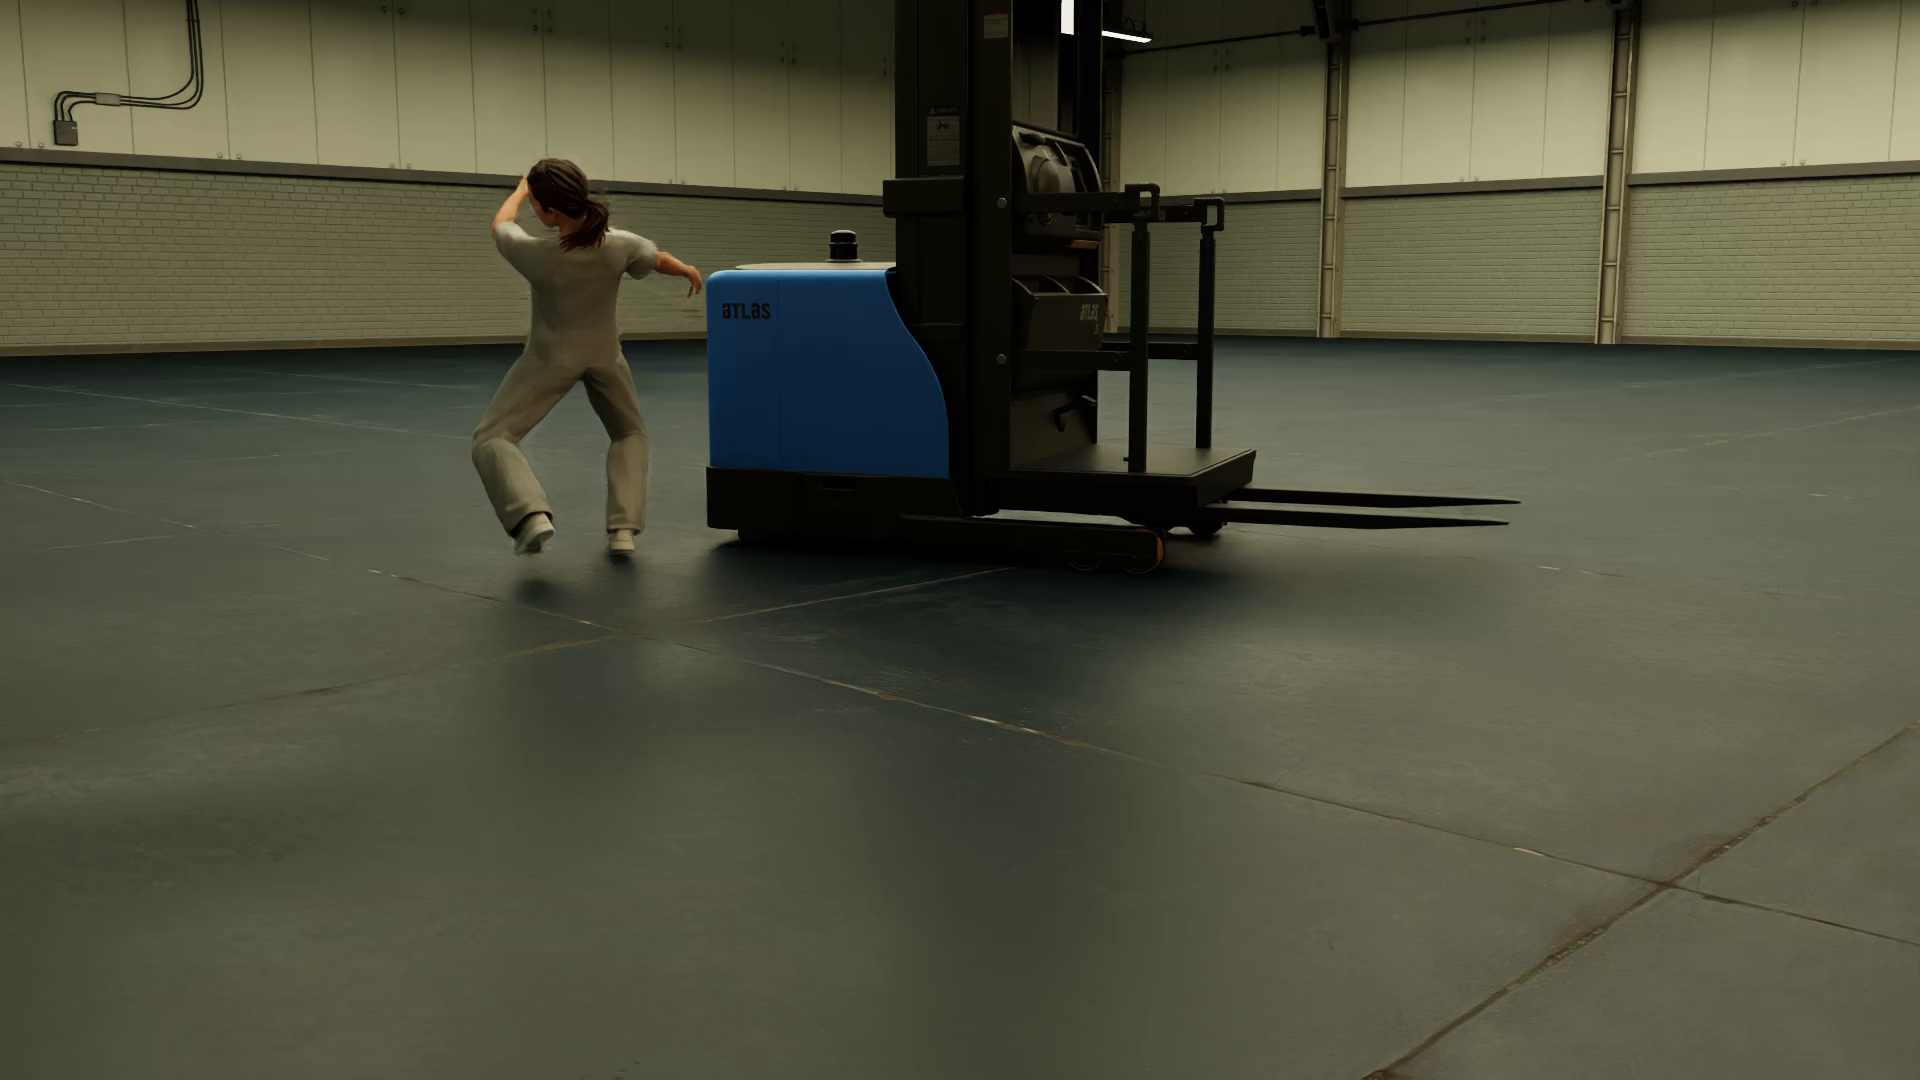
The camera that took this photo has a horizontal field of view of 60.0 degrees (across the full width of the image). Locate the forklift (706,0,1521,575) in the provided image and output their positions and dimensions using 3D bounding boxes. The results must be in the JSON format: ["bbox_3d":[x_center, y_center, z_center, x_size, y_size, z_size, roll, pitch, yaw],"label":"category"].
[{"bbox_3d":[0.565,-1.416,6.275,3.031,2.935,1.130,3,9,22],"label":"forklift"}]

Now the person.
[{"bbox_3d":[-1.329,-0.653,6.172,0.987,1.416,0.719,-7,11,-38],"label":"person"}]
